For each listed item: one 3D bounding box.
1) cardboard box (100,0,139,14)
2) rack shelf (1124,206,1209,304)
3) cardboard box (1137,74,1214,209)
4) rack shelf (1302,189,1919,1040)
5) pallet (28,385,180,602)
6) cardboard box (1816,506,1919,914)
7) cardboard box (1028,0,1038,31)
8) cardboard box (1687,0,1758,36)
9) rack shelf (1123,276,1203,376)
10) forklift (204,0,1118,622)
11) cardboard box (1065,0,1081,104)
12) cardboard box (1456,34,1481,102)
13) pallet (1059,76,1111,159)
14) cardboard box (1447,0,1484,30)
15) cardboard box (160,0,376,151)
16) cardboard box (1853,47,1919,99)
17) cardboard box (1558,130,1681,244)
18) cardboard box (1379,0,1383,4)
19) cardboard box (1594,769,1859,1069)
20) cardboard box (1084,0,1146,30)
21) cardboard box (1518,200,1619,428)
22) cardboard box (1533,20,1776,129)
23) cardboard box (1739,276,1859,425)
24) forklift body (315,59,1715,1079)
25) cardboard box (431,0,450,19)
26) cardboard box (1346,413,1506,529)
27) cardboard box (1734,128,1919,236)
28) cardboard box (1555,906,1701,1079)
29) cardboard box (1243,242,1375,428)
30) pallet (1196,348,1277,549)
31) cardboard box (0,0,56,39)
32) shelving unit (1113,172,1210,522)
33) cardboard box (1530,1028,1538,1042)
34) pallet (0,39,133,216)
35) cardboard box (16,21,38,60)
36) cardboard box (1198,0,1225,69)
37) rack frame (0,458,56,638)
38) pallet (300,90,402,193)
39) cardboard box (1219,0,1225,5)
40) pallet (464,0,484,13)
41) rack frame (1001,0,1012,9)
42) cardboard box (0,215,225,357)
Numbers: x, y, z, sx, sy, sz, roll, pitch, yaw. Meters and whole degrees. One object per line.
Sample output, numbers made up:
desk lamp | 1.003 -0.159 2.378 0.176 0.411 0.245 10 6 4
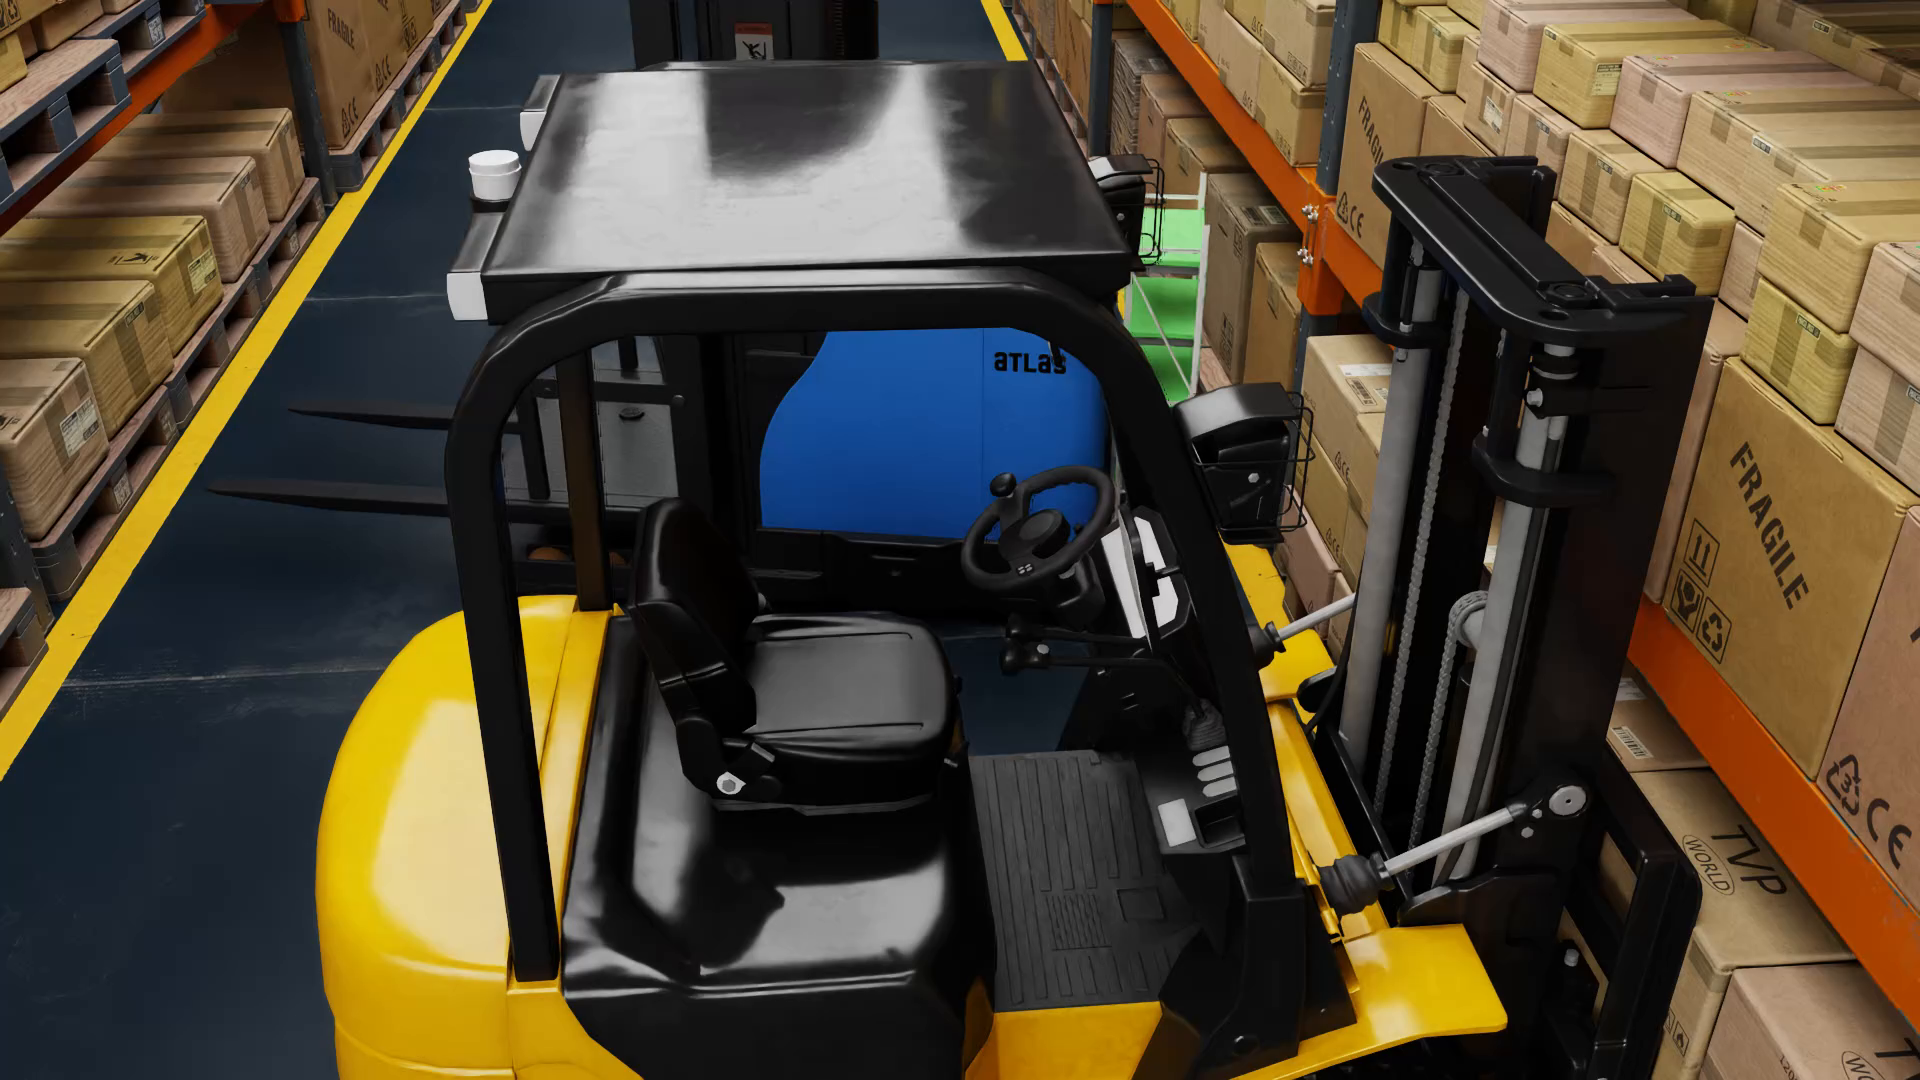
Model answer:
cardboard box | -3.212 -2.008 6.023 0.380 0.149 0.250 -2 31 -3
rack shelf | 0.657 -0.917 5.303 0.258 0.148 0.480 3 31 5
cardboard box | 1.301 -1.762 7.681 0.875 0.625 0.625 -2 31 -3
rack shelf | 1.748 0.118 3.328 1.077 0.370 4.000 -3 31 -5
pallet | -3.455 -0.172 5.832 1.003 0.211 1.213 -3 31 -5
cardboard box | 1.588 0.284 2.252 0.500 0.500 0.500 -2 31 -3
cardboard box | 0.737 -3.619 10.912 0.500 0.500 0.500 -4 31 -6
cardboard box | 1.912 -1.247 3.893 0.380 0.149 0.250 -3 31 -5
rack shelf | 0.657 -0.711 5.426 0.258 0.148 0.480 3 31 5
forklift | -1.010 -1.320 5.101 3.031 2.935 1.130 3 31 6
cardboard box | 0.898 -2.822 9.578 0.500 0.500 0.500 -3 31 -5
cardboard box | 1.407 -1.094 3.926 0.380 0.149 0.250 -3 31 -5
pallet | 1.155 -2.440 9.628 1.003 0.211 1.213 -3 31 -5
cardboard box | 1.428 -1.355 4.074 0.380 0.149 0.250 -2 31 -4
cardboard box | -3.736 -2.639 8.905 0.875 0.875 0.875 -3 31 -5
cardboard box | 1.979 -0.857 3.239 0.380 0.149 0.250 -3 31 -5
cardboard box | 1.420 -0.703 3.271 0.380 0.149 0.250 -4 31 -6
cardboard box | 1.308 -1.697 4.935 0.380 0.149 0.250 -2 31 -3
cardboard box | 1.471 0.664 3.010 0.500 0.250 0.500 -2 31 -4
cardboard box | 0.889 -2.879 9.041 0.380 0.149 0.250 -4 31 -7
cardboard box | 1.456 -0.492 3.551 0.500 0.500 0.500 -3 31 -5
cardboard box | 1.416 -0.957 3.407 0.380 0.149 0.250 -3 31 -5
cardboard box | 1.479 -0.308 2.610 0.380 0.149 0.250 -3 31 -4
forklift body | -0.059 0.314 3.126 2.313 2.155 1.214 -3 31 -5
cardboard box | -3.990 -4.012 11.203 0.875 0.875 0.875 -2 31 -3
cardboard box | 1.332 -0.117 4.318 0.500 0.250 0.500 -3 31 -5
cardboard box | 1.542 -0.574 2.766 0.380 0.149 0.250 -2 31 -4
cardboard box | 1.473 0.864 3.163 0.500 0.250 0.500 -3 31 -6
cardboard box | 1.501 -0.638 5.799 0.875 0.625 0.625 -1 31 -2
pallet | 1.453 -0.389 6.195 1.003 0.211 1.213 -3 31 -5
cardboard box | -3.186 -1.831 5.094 0.500 0.500 0.500 -3 31 -4
shelving unit | 0.657 -0.559 5.517 0.258 1.200 0.503 3 31 5
cardboard box | 1.431 0.832 3.704 0.500 0.250 0.500 -2 31 -3
pallet | -3.307 -1.287 5.166 1.003 0.211 1.213 -3 31 -5
cardboard box | -3.235 -1.610 5.357 0.380 0.149 0.250 -1 31 -1
cardboard box | 1.185 -1.903 6.157 0.500 0.250 0.500 -3 31 -4
rack frame | -3.380 -0.972 4.452 1.000 3.000 0.127 -3 31 -5
pallet | -3.753 -2.223 9.266 1.003 0.211 1.213 -3 31 -5
cardboard box | 1.164 -2.124 6.039 0.500 0.250 0.500 -2 31 -4
pallet | -4.121 -4.251 12.661 1.003 0.211 1.213 -3 31 -5
rack frame | 0.814 -5.296 11.691 1.000 3.000 0.127 -3 31 -5
cardboard box | -3.569 -1.013 6.674 0.950 0.372 0.625 -2 31 -3
